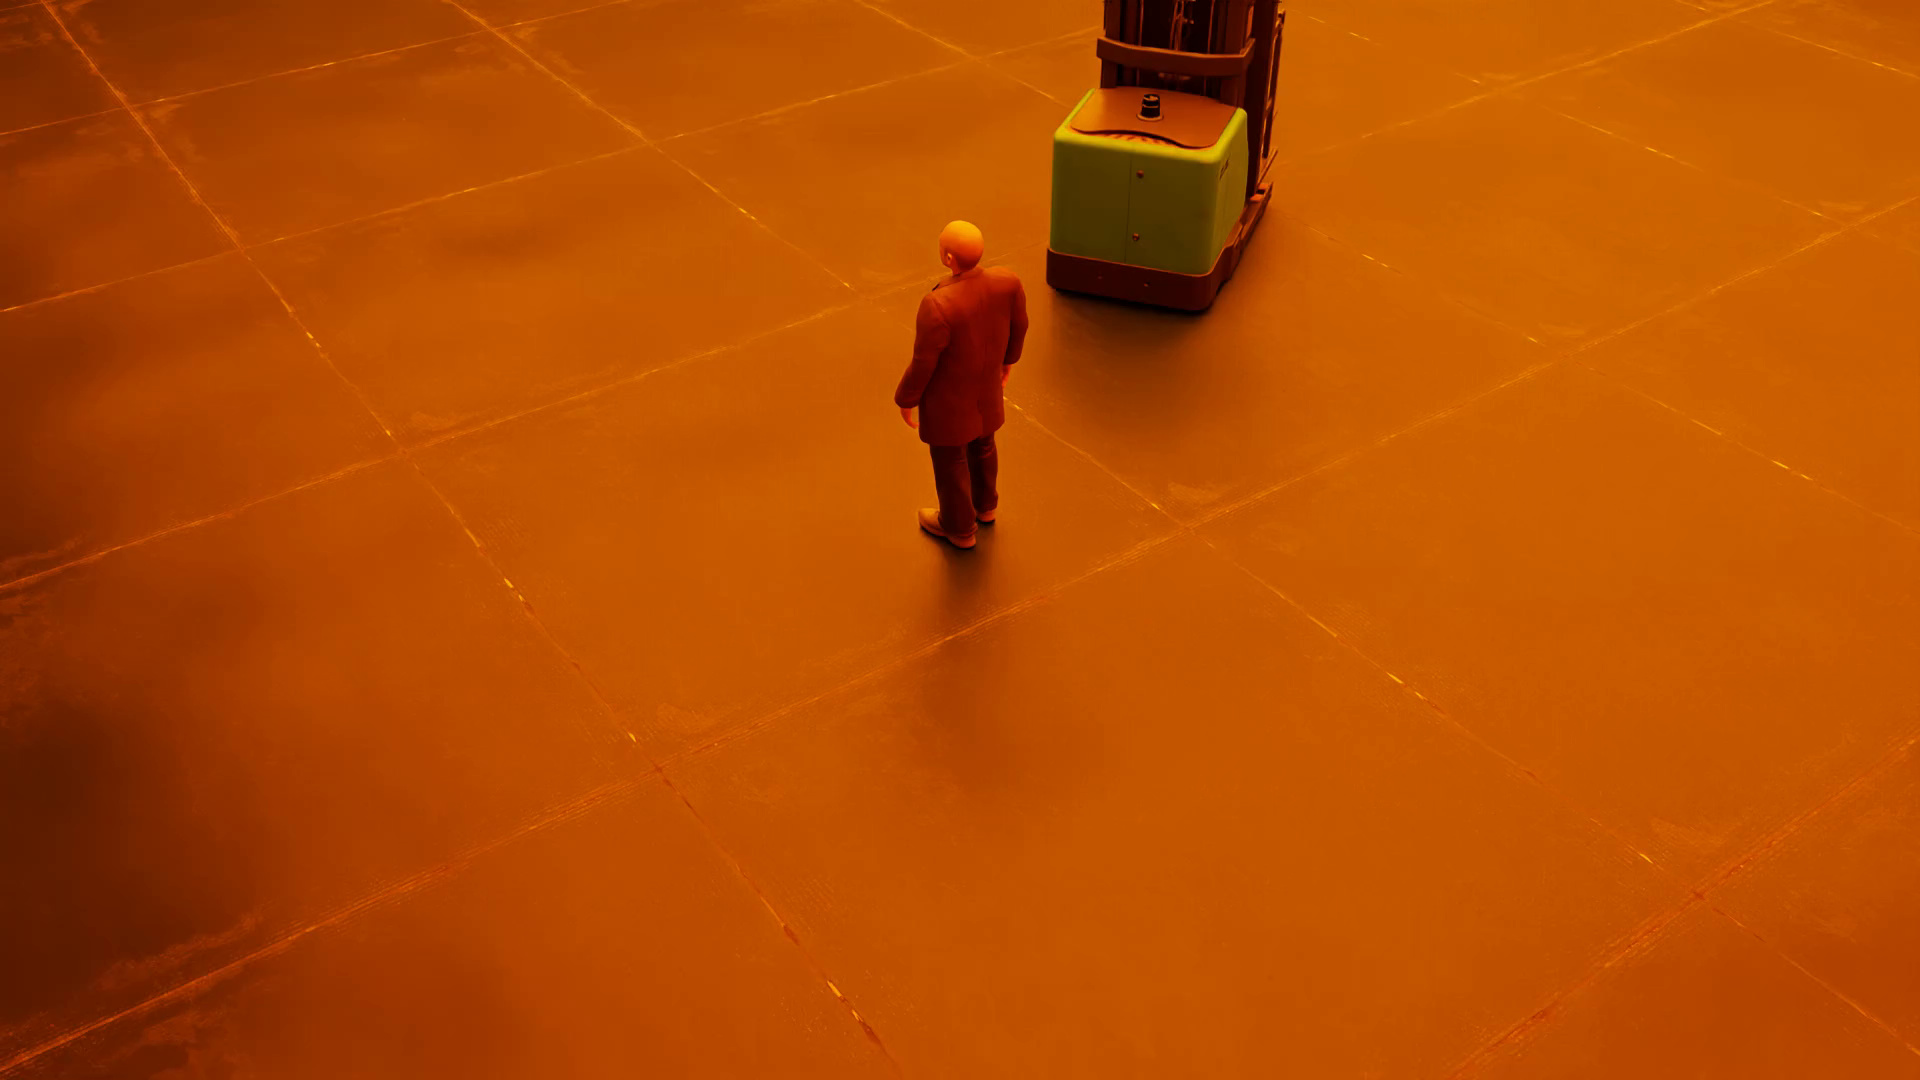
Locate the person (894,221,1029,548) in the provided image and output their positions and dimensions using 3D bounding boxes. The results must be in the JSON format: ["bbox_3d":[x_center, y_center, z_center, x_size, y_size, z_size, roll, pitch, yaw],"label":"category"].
[{"bbox_3d":[-0.050,-0.767,7.939,0.698,1.778,0.579,-23,42,-28],"label":"person"}]

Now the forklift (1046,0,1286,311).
[{"bbox_3d":[1.528,-3.457,10.621,1.130,2.935,3.031,12,38,16],"label":"forklift"}]
